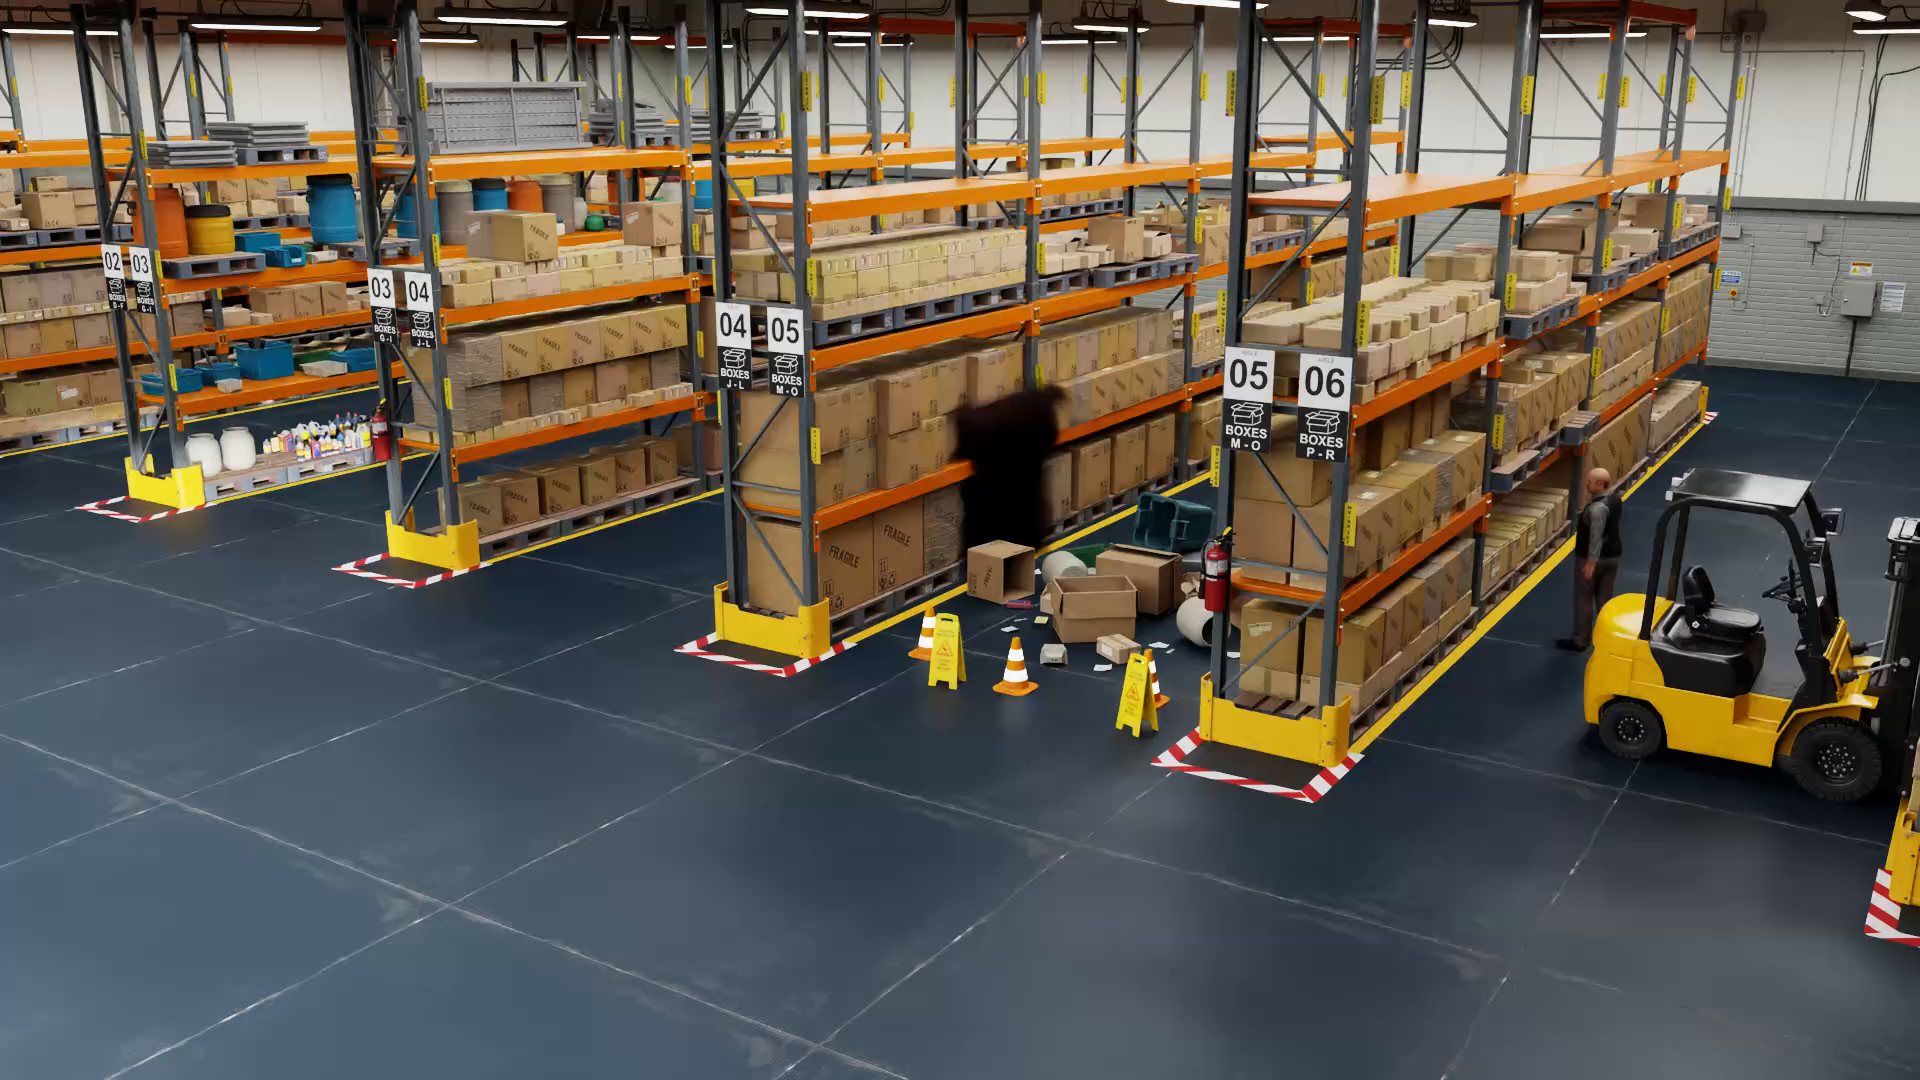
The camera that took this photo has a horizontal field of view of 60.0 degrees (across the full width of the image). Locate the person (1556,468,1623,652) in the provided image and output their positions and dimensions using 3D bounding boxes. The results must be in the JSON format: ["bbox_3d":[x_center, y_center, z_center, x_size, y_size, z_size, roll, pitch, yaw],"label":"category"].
[{"bbox_3d":[5.912,0.178,15.392,0.549,1.725,0.429,-8,17,-26],"label":"person"}]
